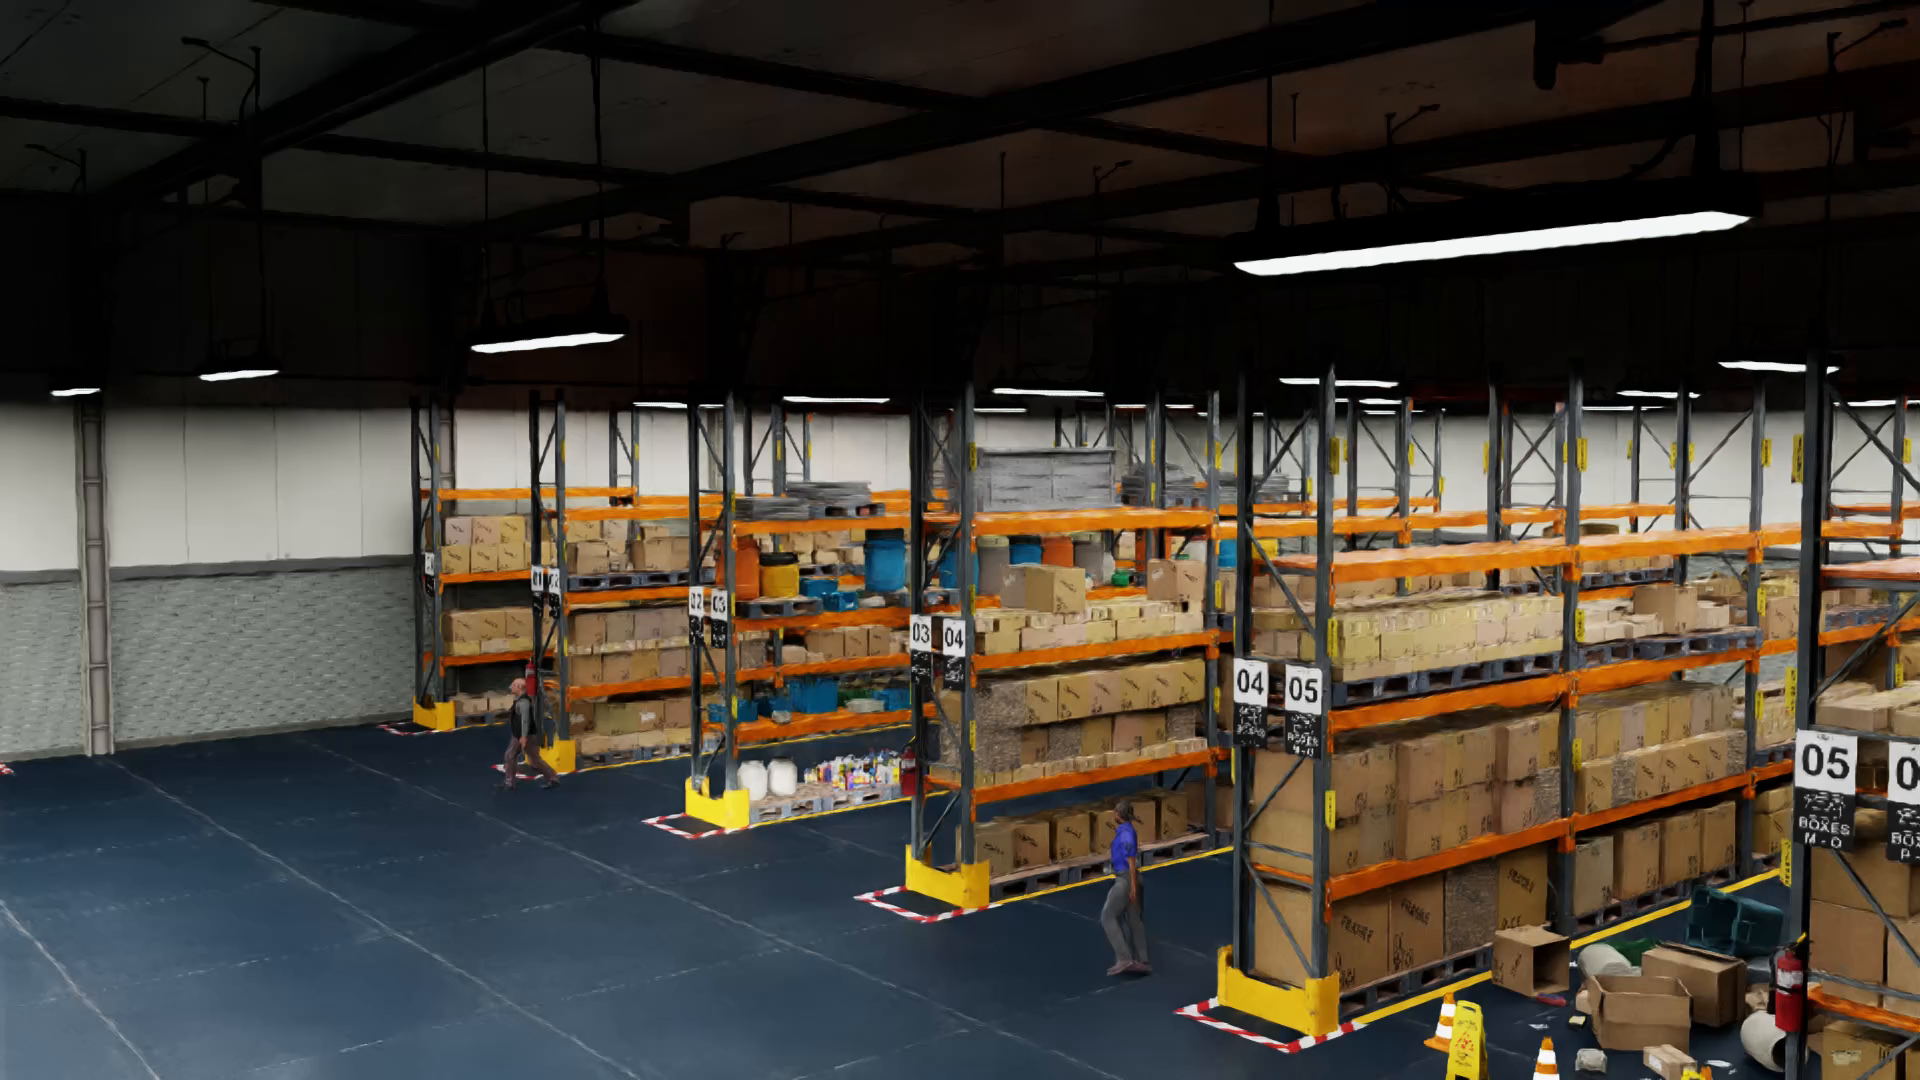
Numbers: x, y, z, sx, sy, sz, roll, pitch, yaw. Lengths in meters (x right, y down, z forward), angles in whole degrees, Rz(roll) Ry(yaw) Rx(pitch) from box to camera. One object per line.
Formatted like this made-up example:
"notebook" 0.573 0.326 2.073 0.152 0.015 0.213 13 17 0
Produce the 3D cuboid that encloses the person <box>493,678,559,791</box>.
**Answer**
"person" -6.410 2.877 24.571 0.925 1.683 0.558 -1 4 -24

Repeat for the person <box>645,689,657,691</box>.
"person" -5.421 2.568 29.415 0.546 1.731 0.729 -3 4 -40

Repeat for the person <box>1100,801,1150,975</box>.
"person" 1.630 3.372 16.219 0.472 1.639 0.571 1 4 19
